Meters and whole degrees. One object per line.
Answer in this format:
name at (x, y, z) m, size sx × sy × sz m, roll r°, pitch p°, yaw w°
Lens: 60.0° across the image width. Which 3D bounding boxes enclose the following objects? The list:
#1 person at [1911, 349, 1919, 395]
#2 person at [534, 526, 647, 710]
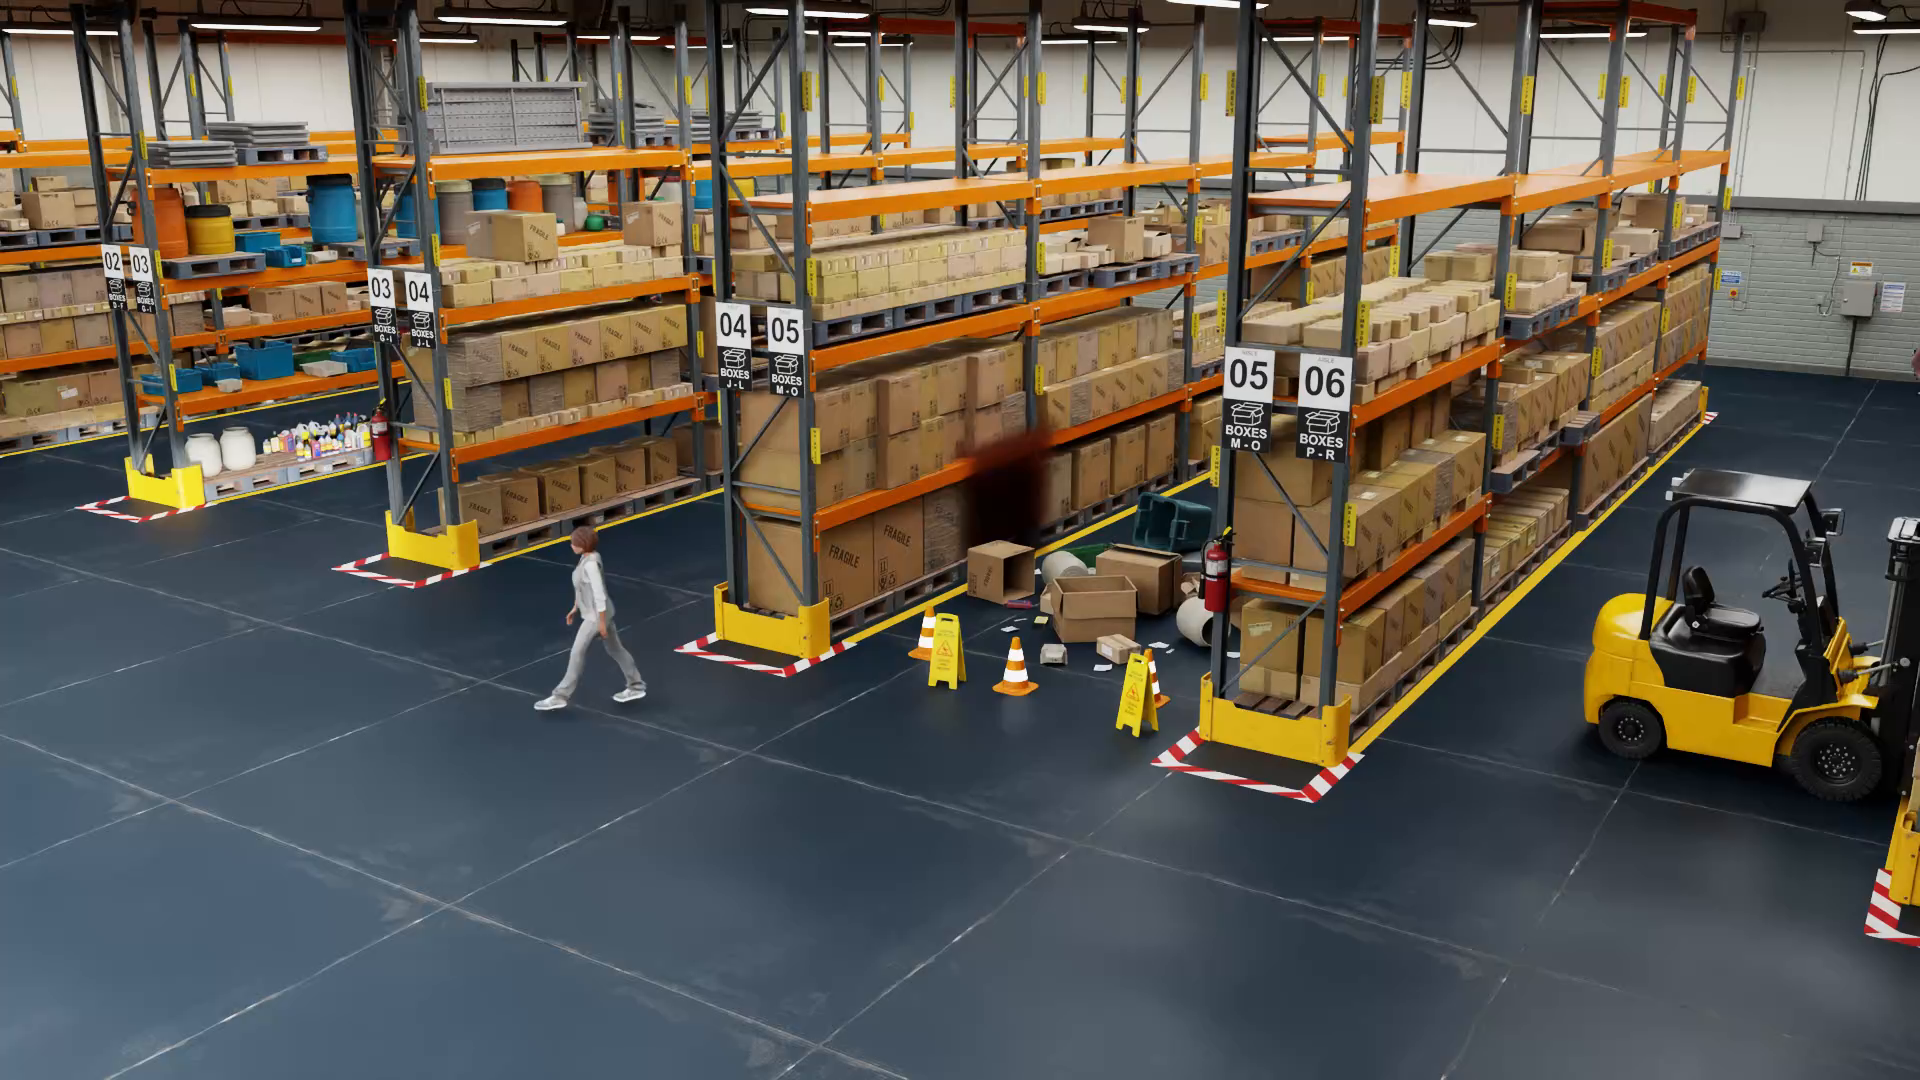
person at (16.110, -3.207, 27.587) m, size 0.440 × 1.682 × 0.498 m, roll 3°, pitch 16°, yaw 12°
person at (-3.127, 0.641, 13.934) m, size 0.916 × 1.552 × 0.438 m, roll -2°, pitch 16°, yaw -7°
